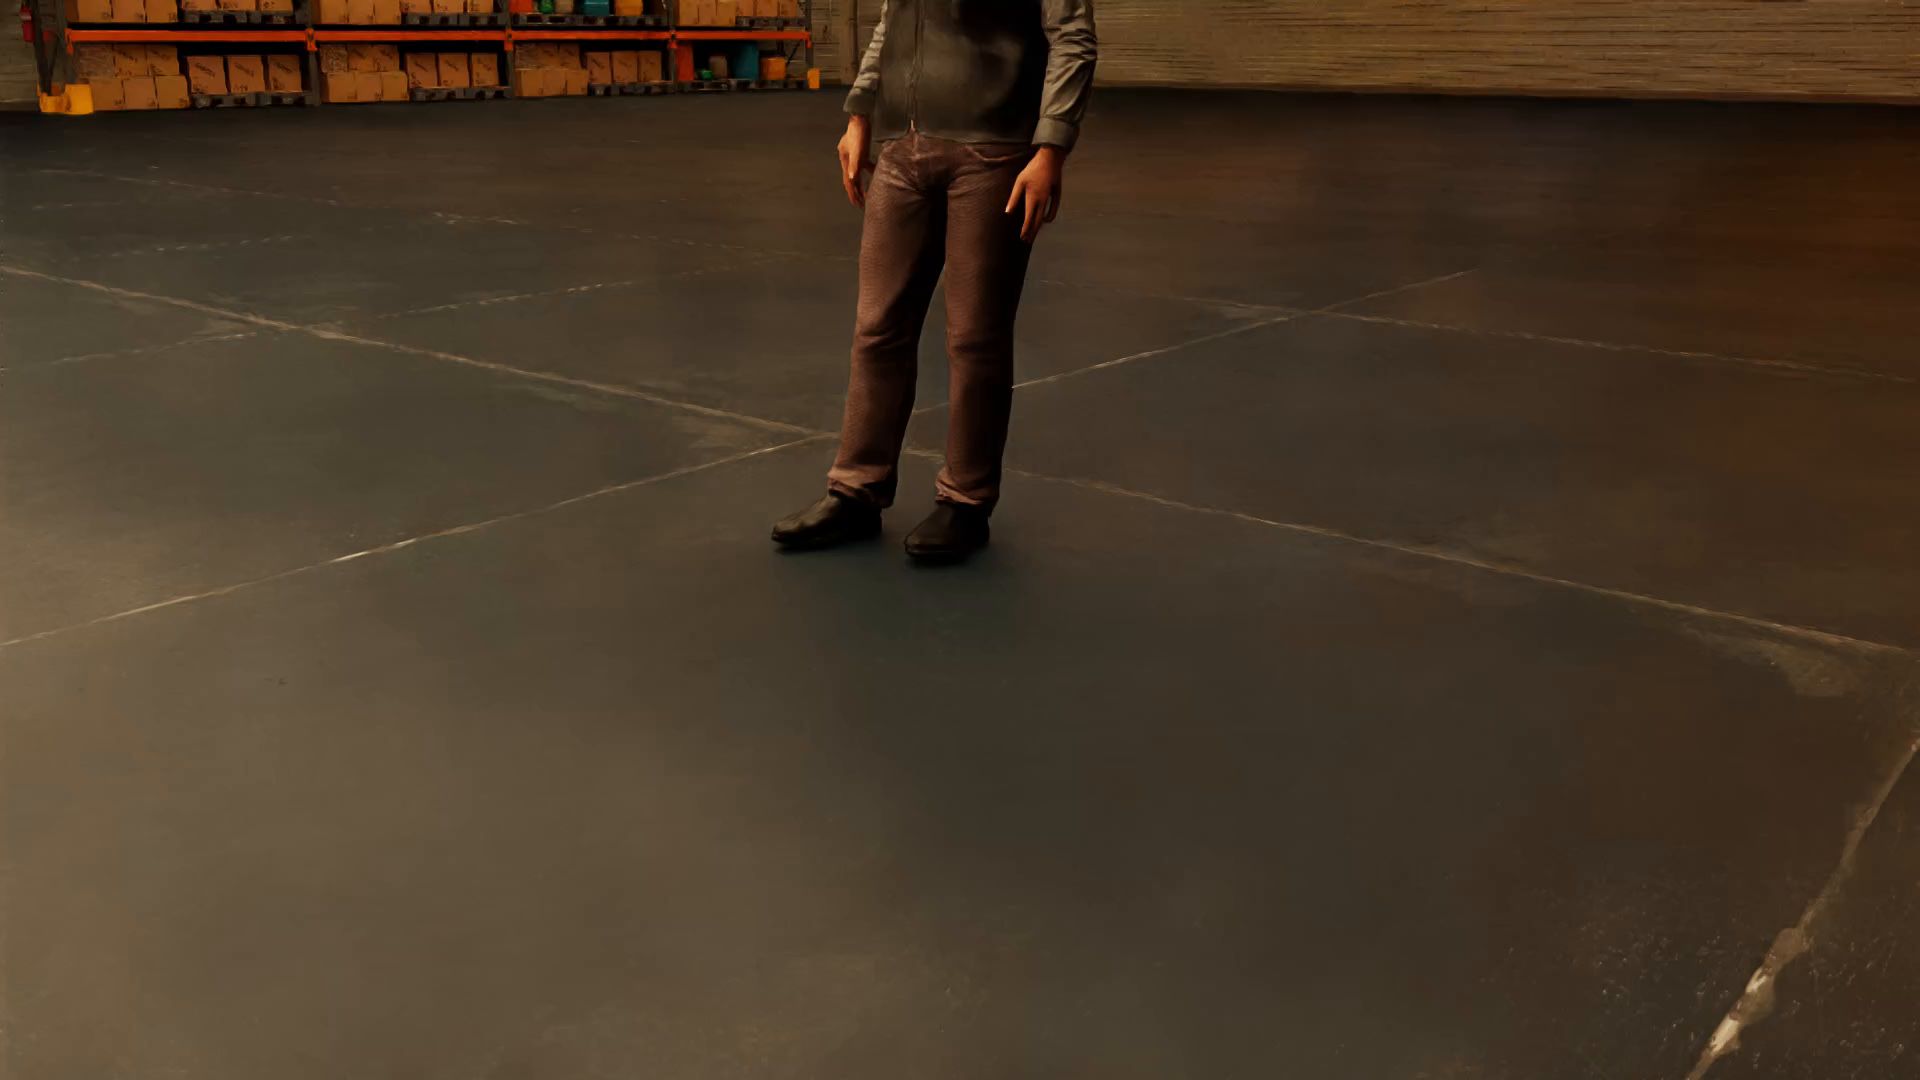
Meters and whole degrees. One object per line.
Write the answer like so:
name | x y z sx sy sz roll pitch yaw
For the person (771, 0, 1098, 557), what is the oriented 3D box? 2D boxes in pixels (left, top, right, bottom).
person | -0.046 -0.818 3.649 0.632 1.720 0.567 13 21 37
